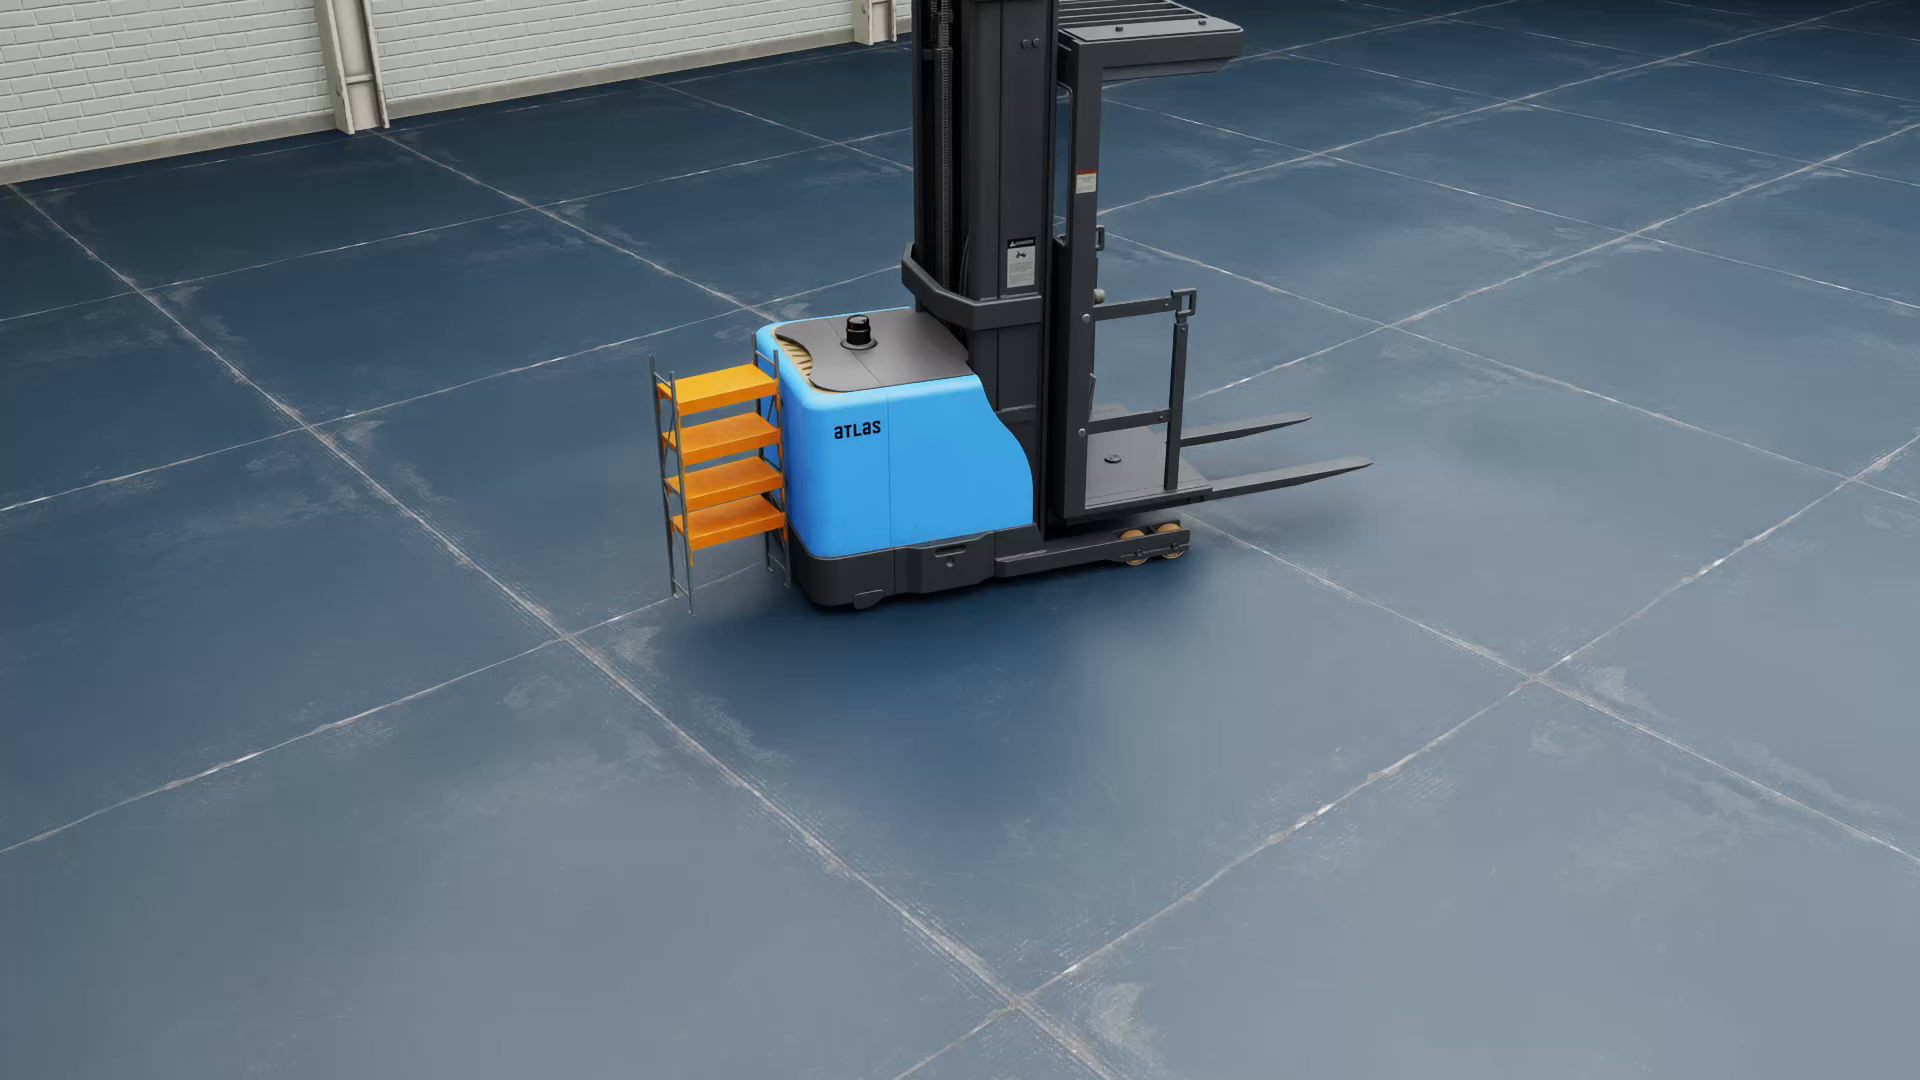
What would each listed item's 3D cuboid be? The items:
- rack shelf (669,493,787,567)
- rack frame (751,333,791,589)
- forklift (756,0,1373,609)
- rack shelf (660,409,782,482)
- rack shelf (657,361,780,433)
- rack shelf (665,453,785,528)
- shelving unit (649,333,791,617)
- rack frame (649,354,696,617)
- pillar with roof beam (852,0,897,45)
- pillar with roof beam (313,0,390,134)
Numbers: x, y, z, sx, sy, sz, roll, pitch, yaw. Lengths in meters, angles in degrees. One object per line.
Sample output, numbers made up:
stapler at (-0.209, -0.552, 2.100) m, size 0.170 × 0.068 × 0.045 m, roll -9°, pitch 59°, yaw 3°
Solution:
rack shelf at (-1.070, -0.053, 7.640) m, size 0.480 × 0.148 × 0.258 m, roll -16°, pitch 32°, yaw -28°
rack frame at (-0.863, -0.348, 7.628) m, size 0.015 × 1.200 × 0.240 m, roll -16°, pitch 32°, yaw -28°
forklift at (0.586, -1.394, 7.750) m, size 3.031 × 2.935 × 1.130 m, roll -10°, pitch 30°, yaw -18°
rack shelf at (-1.070, -0.425, 7.441) m, size 0.480 × 0.148 × 0.258 m, roll -16°, pitch 32°, yaw -28°
rack shelf at (-1.070, -0.634, 7.329) m, size 0.480 × 0.148 × 0.258 m, roll -16°, pitch 32°, yaw -28°
rack shelf at (-1.070, -0.228, 7.546) m, size 0.480 × 0.148 × 0.258 m, roll -16°, pitch 32°, yaw -28°
shelving unit at (-1.070, -0.287, 7.514) m, size 0.503 × 1.200 × 0.258 m, roll -16°, pitch 32°, yaw -28°
rack frame at (-1.277, -0.226, 7.401) m, size 0.015 × 1.200 × 0.240 m, roll -16°, pitch 32°, yaw -28°
pillar with roof beam at (1.829, -8.082, 13.825) m, size 0.400 × 9.000 × 9.100 m, roll -22°, pitch 35°, yaw -35°
pillar with roof beam at (-2.735, -6.246, 10.391) m, size 0.400 × 9.000 × 9.100 m, roll -22°, pitch 35°, yaw -35°
